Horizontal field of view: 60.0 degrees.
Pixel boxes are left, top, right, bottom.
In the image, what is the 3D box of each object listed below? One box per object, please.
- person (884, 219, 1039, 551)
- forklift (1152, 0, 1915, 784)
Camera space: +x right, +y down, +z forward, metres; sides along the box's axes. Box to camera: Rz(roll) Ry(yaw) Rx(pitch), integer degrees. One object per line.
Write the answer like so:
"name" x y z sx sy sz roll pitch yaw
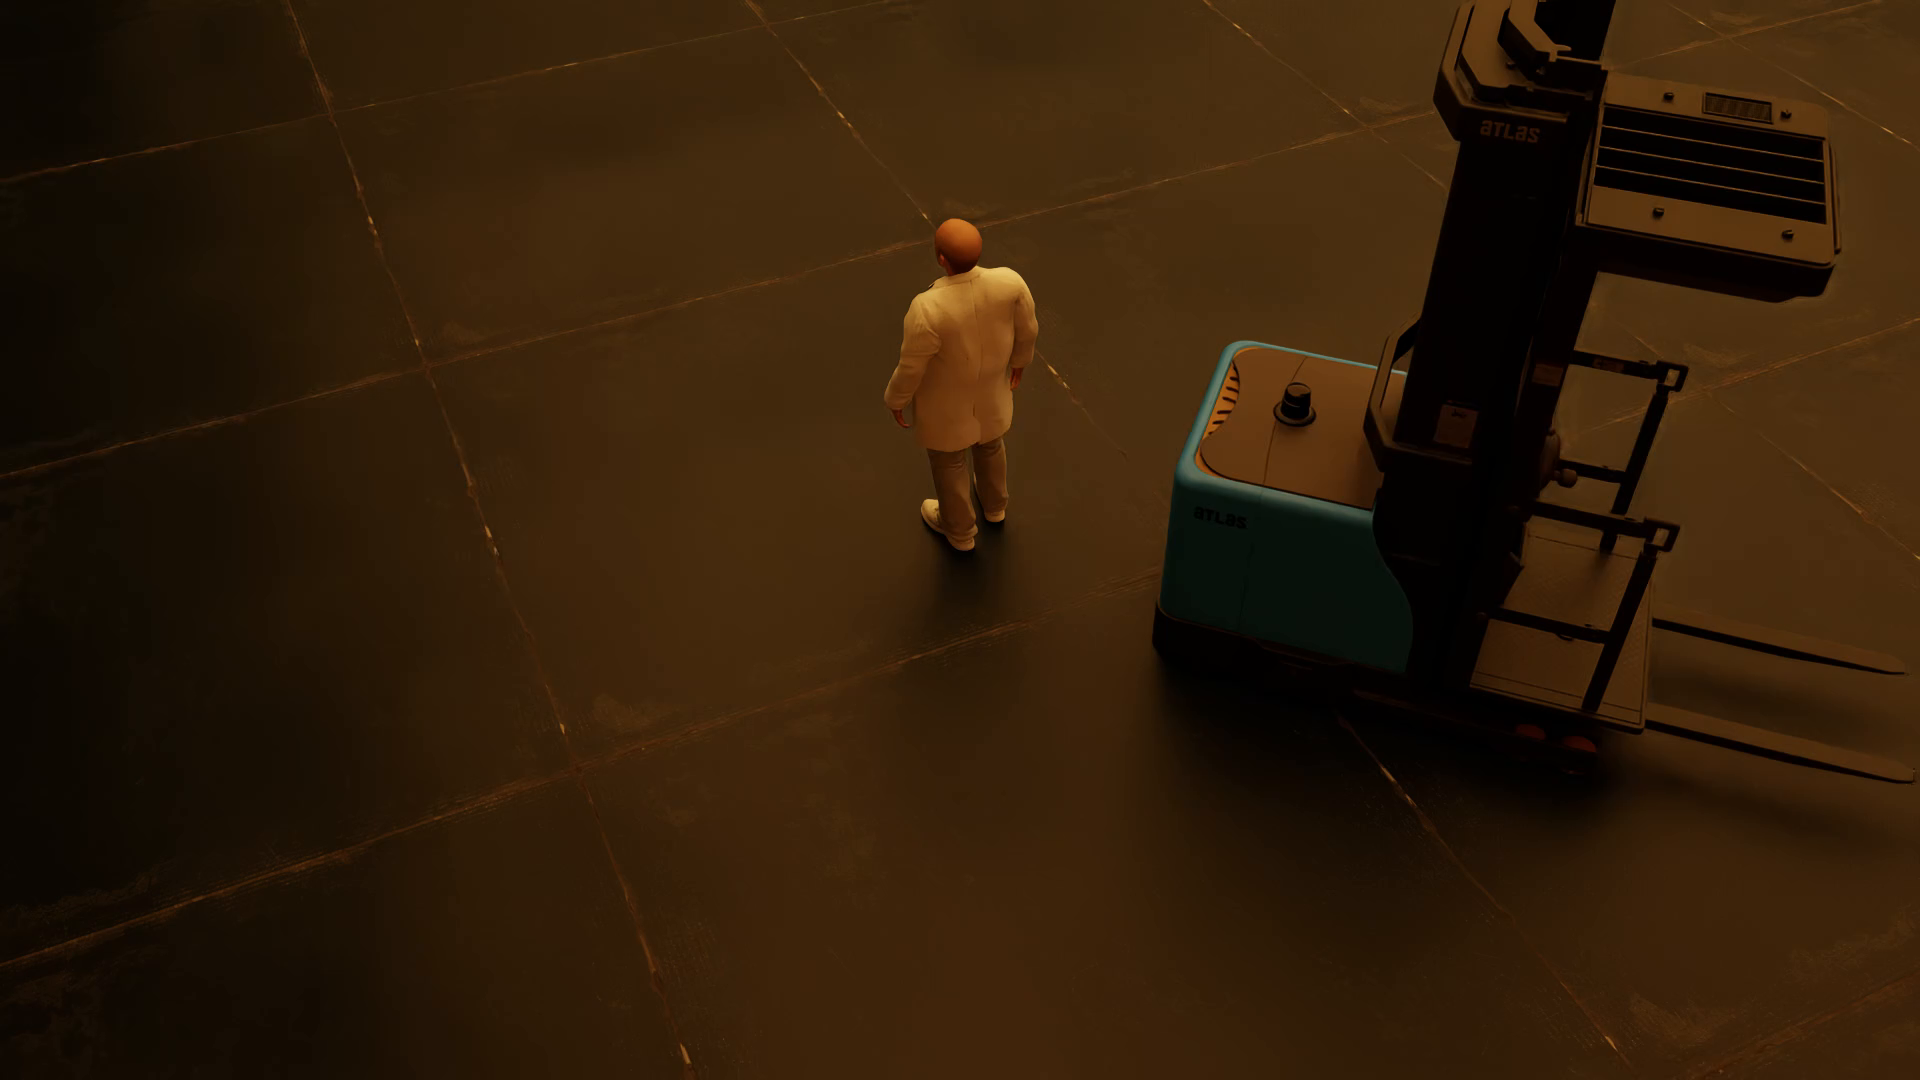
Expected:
"person" -0.034 -0.712 7.278 0.694 1.776 0.581 -18 46 -18
"forklift" 2.411 -0.523 6.240 3.031 2.935 1.130 14 45 14
